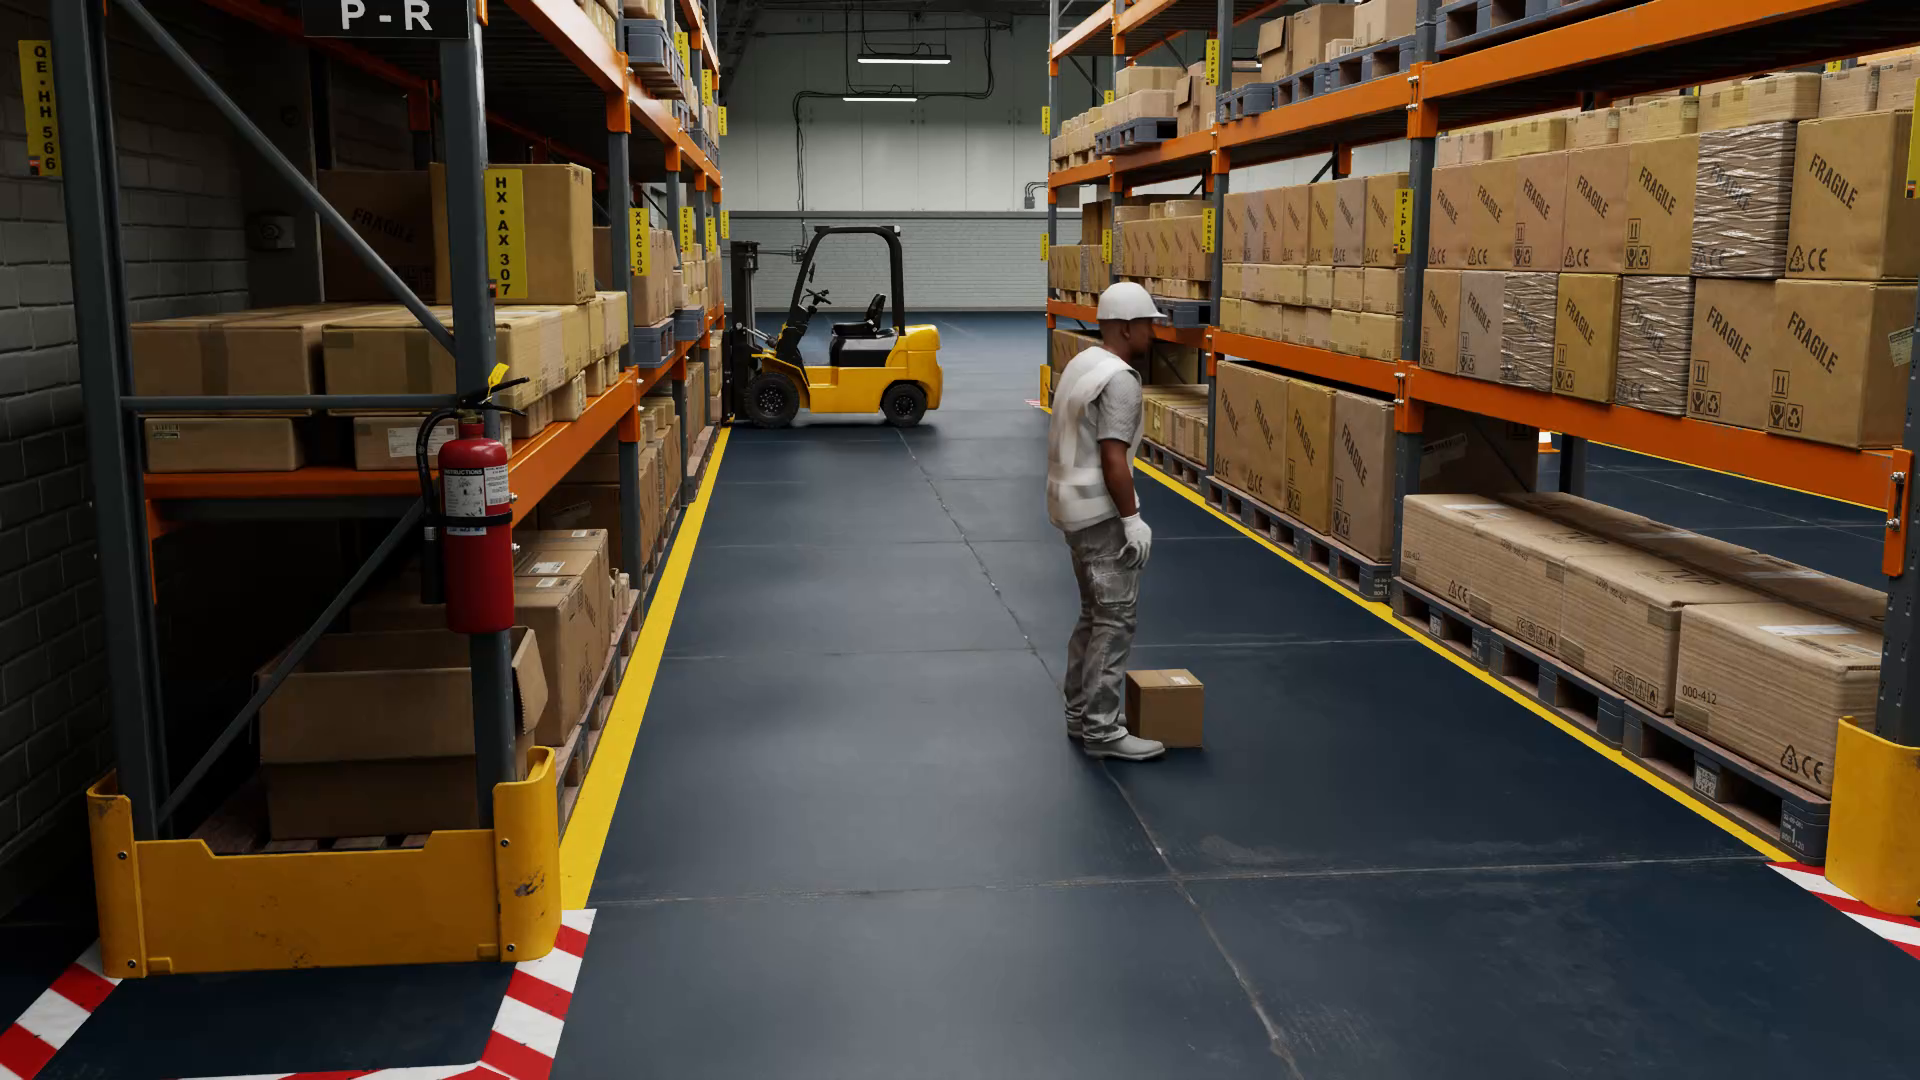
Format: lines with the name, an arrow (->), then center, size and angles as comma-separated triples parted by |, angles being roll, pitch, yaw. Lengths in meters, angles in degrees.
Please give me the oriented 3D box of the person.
person -> 0.566, -0.085, 6.353 | 0.445, 1.775, 0.632 | -1, 10, -8
